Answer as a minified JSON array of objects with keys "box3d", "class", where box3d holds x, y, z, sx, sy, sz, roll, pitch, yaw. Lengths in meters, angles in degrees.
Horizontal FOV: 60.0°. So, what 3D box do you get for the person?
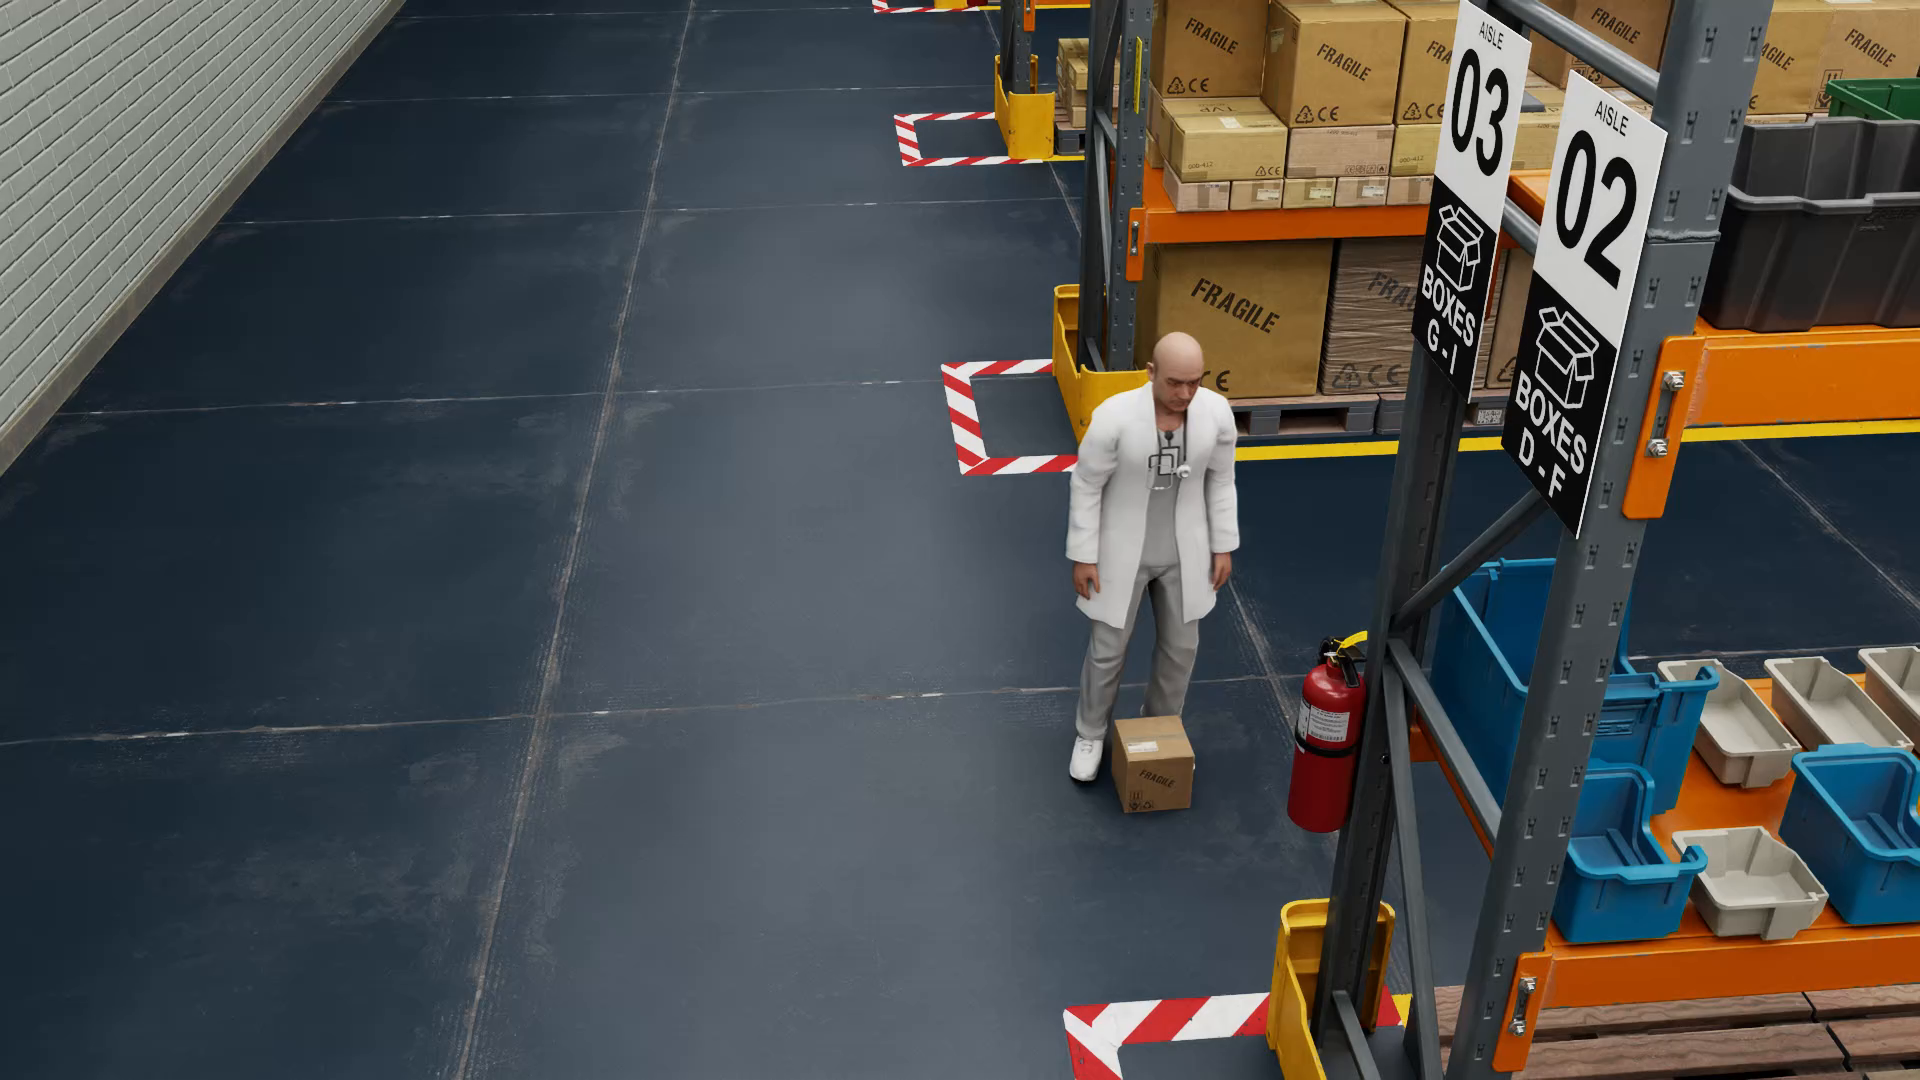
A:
[{"box3d":[0.703,0.055,6.056,0.647,1.772,0.429,-5,31,-8],"class":"person"}]
